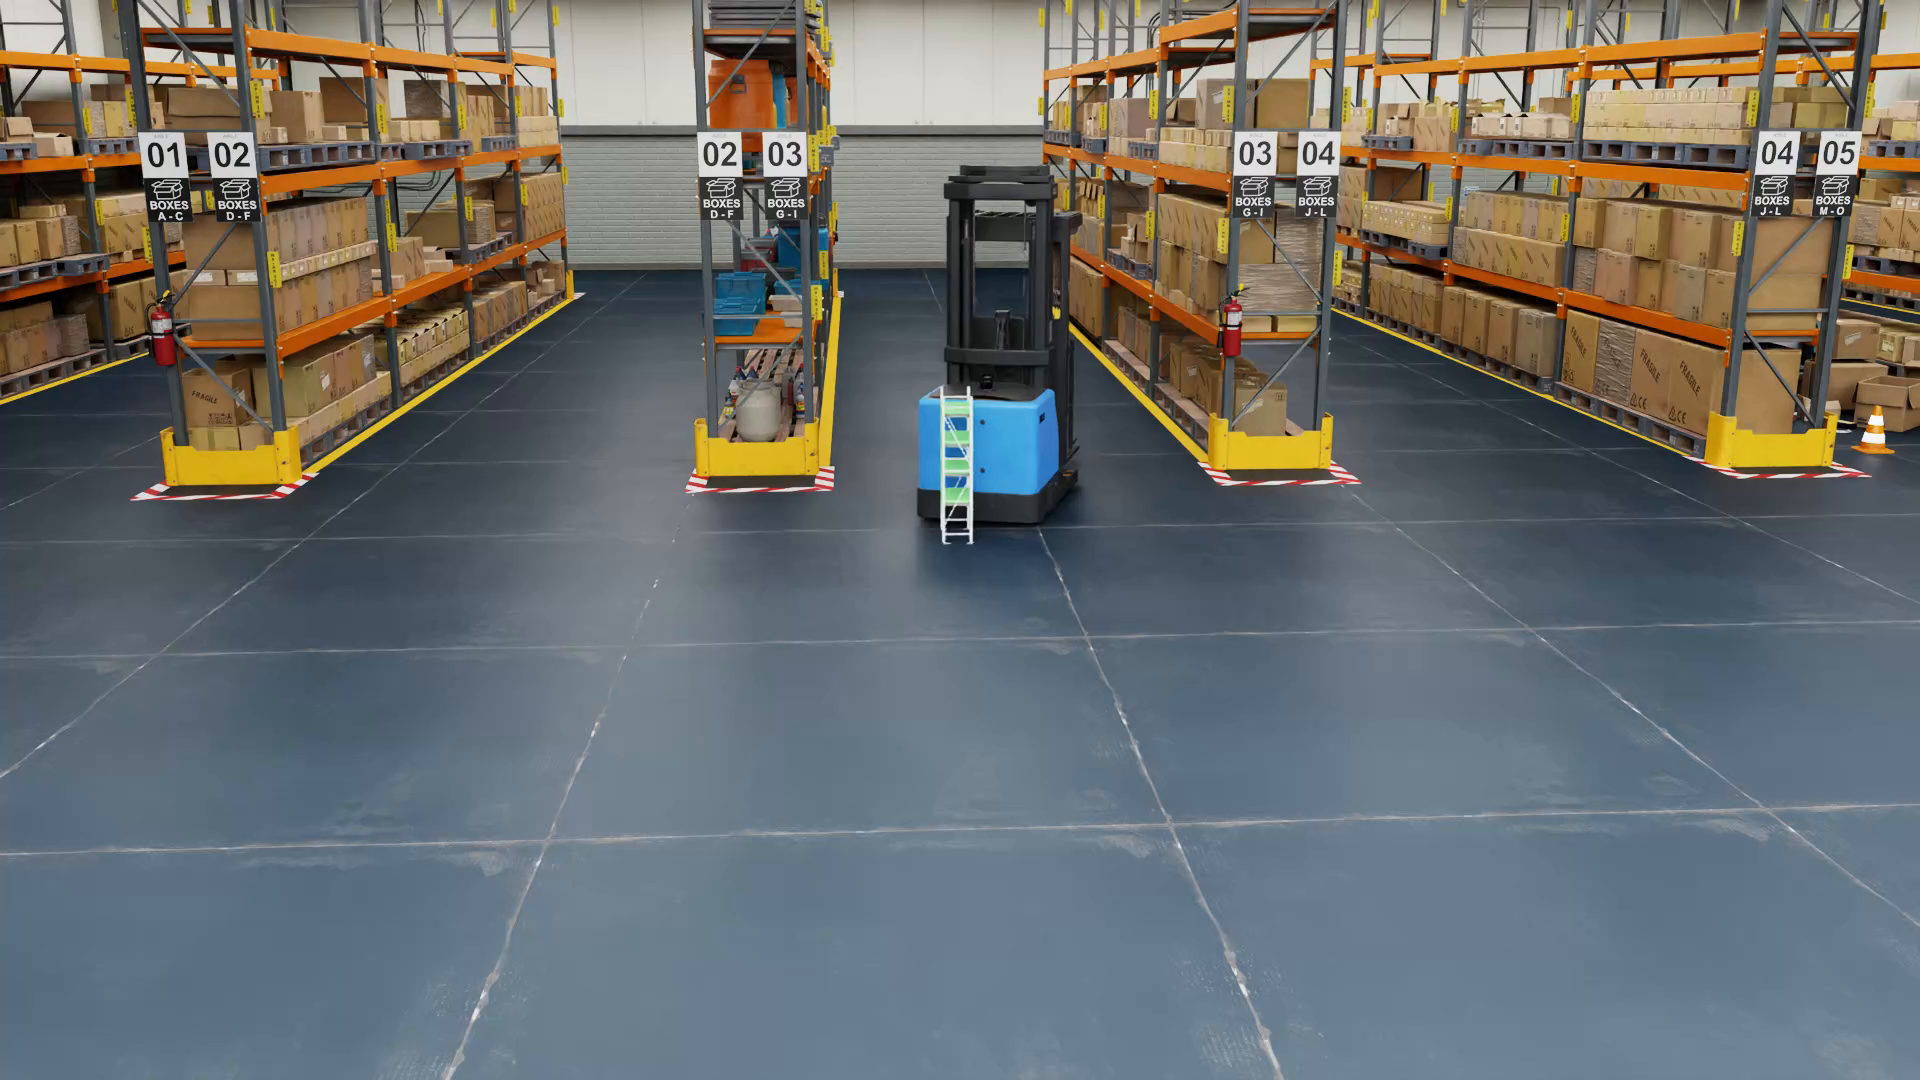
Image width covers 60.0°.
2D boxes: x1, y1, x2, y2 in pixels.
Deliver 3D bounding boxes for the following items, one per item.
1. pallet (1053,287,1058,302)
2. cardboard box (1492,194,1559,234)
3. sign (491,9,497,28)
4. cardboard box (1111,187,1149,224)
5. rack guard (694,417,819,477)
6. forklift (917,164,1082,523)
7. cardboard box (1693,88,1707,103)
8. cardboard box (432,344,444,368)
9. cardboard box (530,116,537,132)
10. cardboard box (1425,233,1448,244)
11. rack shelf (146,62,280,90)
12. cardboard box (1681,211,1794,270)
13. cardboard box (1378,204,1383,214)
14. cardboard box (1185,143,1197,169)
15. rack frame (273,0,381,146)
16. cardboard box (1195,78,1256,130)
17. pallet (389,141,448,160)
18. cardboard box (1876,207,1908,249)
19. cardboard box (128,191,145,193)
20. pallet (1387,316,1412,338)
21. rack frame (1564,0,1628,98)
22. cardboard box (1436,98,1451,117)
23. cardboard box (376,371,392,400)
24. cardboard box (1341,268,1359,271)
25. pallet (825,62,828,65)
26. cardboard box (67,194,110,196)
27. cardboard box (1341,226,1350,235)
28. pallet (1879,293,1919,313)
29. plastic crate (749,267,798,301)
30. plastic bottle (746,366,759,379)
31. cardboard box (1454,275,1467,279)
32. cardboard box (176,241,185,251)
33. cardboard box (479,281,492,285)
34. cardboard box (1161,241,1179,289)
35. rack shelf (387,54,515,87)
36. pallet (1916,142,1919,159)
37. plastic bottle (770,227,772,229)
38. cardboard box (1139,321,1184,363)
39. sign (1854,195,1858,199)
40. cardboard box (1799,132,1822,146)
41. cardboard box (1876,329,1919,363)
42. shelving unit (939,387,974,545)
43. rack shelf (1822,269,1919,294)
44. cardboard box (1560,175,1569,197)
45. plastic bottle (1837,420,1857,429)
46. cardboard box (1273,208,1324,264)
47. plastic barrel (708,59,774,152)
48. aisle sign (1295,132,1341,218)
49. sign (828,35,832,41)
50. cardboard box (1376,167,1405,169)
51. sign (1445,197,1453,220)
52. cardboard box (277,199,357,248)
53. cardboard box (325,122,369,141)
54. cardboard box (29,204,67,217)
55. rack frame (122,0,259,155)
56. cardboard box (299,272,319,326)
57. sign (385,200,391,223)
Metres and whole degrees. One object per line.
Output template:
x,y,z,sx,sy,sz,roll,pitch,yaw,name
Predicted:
2.182,-4.599,30.977,1.003,0.211,1.213,-1,14,-3,pallet
7.591,-4.376,22.308,0.700,0.500,0.500,-1,14,-4,cardboard box
-8.375,-9.383,29.900,0.100,0.325,0.005,-1,14,-3,sign
2.521,-4.874,24.235,0.797,0.503,0.637,0,14,-2,cardboard box
-1.950,-0.899,16.017,1.175,0.500,0.348,-1,14,-3,rack guard
0.477,-1.879,14.948,1.130,2.935,3.031,3,15,13,forklift
7.595,-4.457,16.670,0.380,0.149,0.250,-1,14,-2,cardboard box
-6.963,-2.369,21.389,0.500,0.250,0.500,-1,14,-2,cardboard box
-7.420,-6.996,27.975,0.500,0.250,0.500,-1,14,-3,cardboard box
7.017,-4.406,24.293,0.380,0.149,0.250,-1,14,-3,cardboard box
-12.653,-7.783,27.965,1.077,0.370,4.000,-1,14,-3,rack shelf
7.892,-3.043,16.866,0.875,0.550,0.550,-1,14,-3,cardboard box
6.874,-5.273,26.469,0.380,0.149,0.250,-1,14,-4,cardboard box
2.669,-4.041,17.492,0.500,0.250,0.500,-1,14,-4,cardboard box
-7.090,-5.916,18.460,1.000,3.000,0.127,-1,14,-3,rack frame
2.697,-4.437,16.929,0.500,0.500,0.500,-1,14,-3,cardboard box
-7.134,-4.921,20.992,1.003,0.211,1.213,0,14,-1,pallet
12.373,-4.075,21.702,0.500,0.500,0.500,0,14,-2,cardboard box
-12.192,-5.122,25.070,0.500,0.250,0.500,-1,14,-2,cardboard box
7.387,-3.355,26.144,1.003,0.211,1.213,-1,14,-3,pallet
11.945,-9.205,31.245,1.000,3.000,0.127,-1,14,-3,rack frame
7.175,-6.305,24.253,0.396,0.266,0.258,-1,14,-3,cardboard box
-6.843,-1.770,19.063,0.500,0.250,0.500,-1,14,-3,cardboard box
6.917,-4.786,29.791,0.380,0.149,0.250,-1,14,-3,cardboard box
-2.560,-7.491,25.762,1.003,0.211,1.213,-1,14,-3,pallet
-12.626,-4.859,24.047,0.500,0.250,0.500,-1,14,-5,cardboard box
6.888,-5.411,29.040,0.380,0.149,0.250,-2,15,-6,cardboard box
17.105,-4.203,29.439,1.003,0.211,1.213,-1,14,-3,pallet
-2.240,-2.924,18.995,0.767,0.338,0.504,-1,14,-3,plastic crate
-2.366,-1.811,18.980,0.144,0.351,0.185,-1,14,-3,plastic bottle
7.674,-3.866,25.202,0.500,0.250,0.500,-1,14,-4,cardboard box
-12.141,-4.539,25.611,0.380,0.149,0.250,-1,14,-3,cardboard box
-7.799,-3.879,26.715,0.500,0.500,0.500,-2,15,-6,cardboard box
2.760,-3.117,18.825,0.875,0.500,0.500,-1,14,-3,cardboard box
-7.462,-6.866,24.399,1.077,0.370,4.000,-1,14,-3,rack shelf
12.757,-4.832,20.646,1.213,0.211,1.003,-1,14,-3,pallet
-3.036,-4.888,26.739,0.061,0.283,0.133,-1,14,-3,plastic bottle
2.735,-2.576,21.653,0.700,0.500,0.500,-2,15,-8,cardboard box
12.982,-4.843,24.167,0.100,0.325,0.005,-1,14,-3,sign
8.301,-3.892,16.075,0.380,0.149,0.250,-1,14,-3,cardboard box
12.606,-2.555,21.870,0.950,0.372,0.625,0,14,0,cardboard box
-0.030,-0.608,13.482,0.258,1.200,0.503,-1,14,-2,shelving unit
12.565,-3.465,22.416,1.077,0.370,4.000,-1,14,-3,rack shelf
11.691,-6.709,31.374,0.500,0.500,0.500,-1,14,-5,cardboard box
9.747,-1.281,18.383,0.133,0.061,0.283,-6,16,-23,plastic bottle
3.283,-2.985,16.306,0.500,0.500,0.500,-1,14,-3,cardboard box
-2.055,-4.074,15.617,0.600,0.830,0.708,-1,14,-3,plastic barrel
3.349,-3.416,15.566,0.394,0.787,0.004,-1,14,-3,aisle sign
-2.092,-7.888,26.544,0.100,0.325,0.005,-1,14,-3,sign
7.427,-6.125,28.508,0.500,0.500,0.500,-1,14,-5,cardboard box
6.966,-4.720,23.689,0.100,0.325,0.005,-1,14,-3,sign
-7.024,-3.451,18.117,0.700,0.500,0.500,-1,14,-4,cardboard box
-7.118,-4.747,19.396,0.500,0.250,0.500,1,14,2,cardboard box
-12.230,-4.418,22.293,0.380,0.149,0.250,-3,15,-11,cardboard box
-6.842,-4.921,14.594,1.000,3.000,0.127,-1,14,-3,rack frame
-6.921,-2.435,16.768,0.700,0.500,0.500,-1,14,-3,cardboard box
-7.879,-4.517,22.898,0.100,0.325,0.005,-1,14,-3,sign
